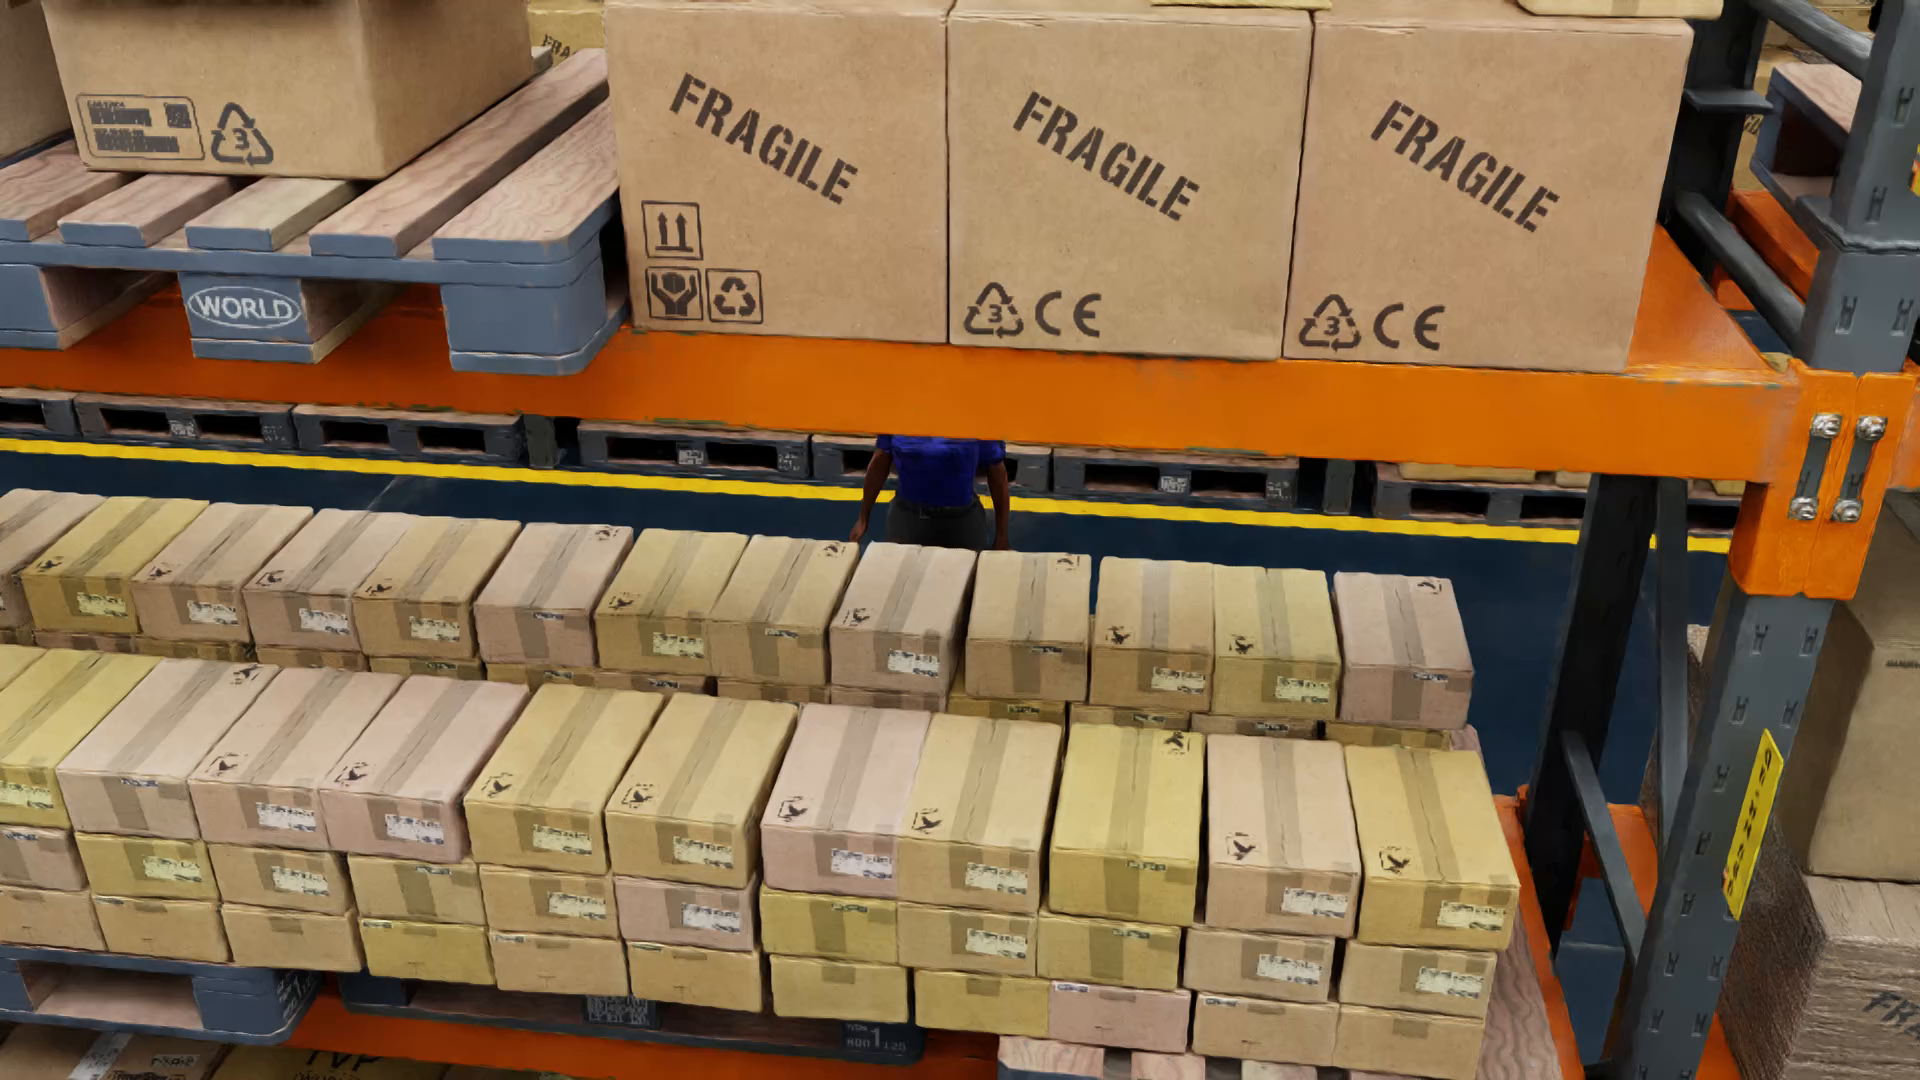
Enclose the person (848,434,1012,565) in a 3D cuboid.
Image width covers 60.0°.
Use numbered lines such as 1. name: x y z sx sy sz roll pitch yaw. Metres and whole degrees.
1. person: -0.104 -0.030 6.149 0.639 1.649 0.562 4 29 8
